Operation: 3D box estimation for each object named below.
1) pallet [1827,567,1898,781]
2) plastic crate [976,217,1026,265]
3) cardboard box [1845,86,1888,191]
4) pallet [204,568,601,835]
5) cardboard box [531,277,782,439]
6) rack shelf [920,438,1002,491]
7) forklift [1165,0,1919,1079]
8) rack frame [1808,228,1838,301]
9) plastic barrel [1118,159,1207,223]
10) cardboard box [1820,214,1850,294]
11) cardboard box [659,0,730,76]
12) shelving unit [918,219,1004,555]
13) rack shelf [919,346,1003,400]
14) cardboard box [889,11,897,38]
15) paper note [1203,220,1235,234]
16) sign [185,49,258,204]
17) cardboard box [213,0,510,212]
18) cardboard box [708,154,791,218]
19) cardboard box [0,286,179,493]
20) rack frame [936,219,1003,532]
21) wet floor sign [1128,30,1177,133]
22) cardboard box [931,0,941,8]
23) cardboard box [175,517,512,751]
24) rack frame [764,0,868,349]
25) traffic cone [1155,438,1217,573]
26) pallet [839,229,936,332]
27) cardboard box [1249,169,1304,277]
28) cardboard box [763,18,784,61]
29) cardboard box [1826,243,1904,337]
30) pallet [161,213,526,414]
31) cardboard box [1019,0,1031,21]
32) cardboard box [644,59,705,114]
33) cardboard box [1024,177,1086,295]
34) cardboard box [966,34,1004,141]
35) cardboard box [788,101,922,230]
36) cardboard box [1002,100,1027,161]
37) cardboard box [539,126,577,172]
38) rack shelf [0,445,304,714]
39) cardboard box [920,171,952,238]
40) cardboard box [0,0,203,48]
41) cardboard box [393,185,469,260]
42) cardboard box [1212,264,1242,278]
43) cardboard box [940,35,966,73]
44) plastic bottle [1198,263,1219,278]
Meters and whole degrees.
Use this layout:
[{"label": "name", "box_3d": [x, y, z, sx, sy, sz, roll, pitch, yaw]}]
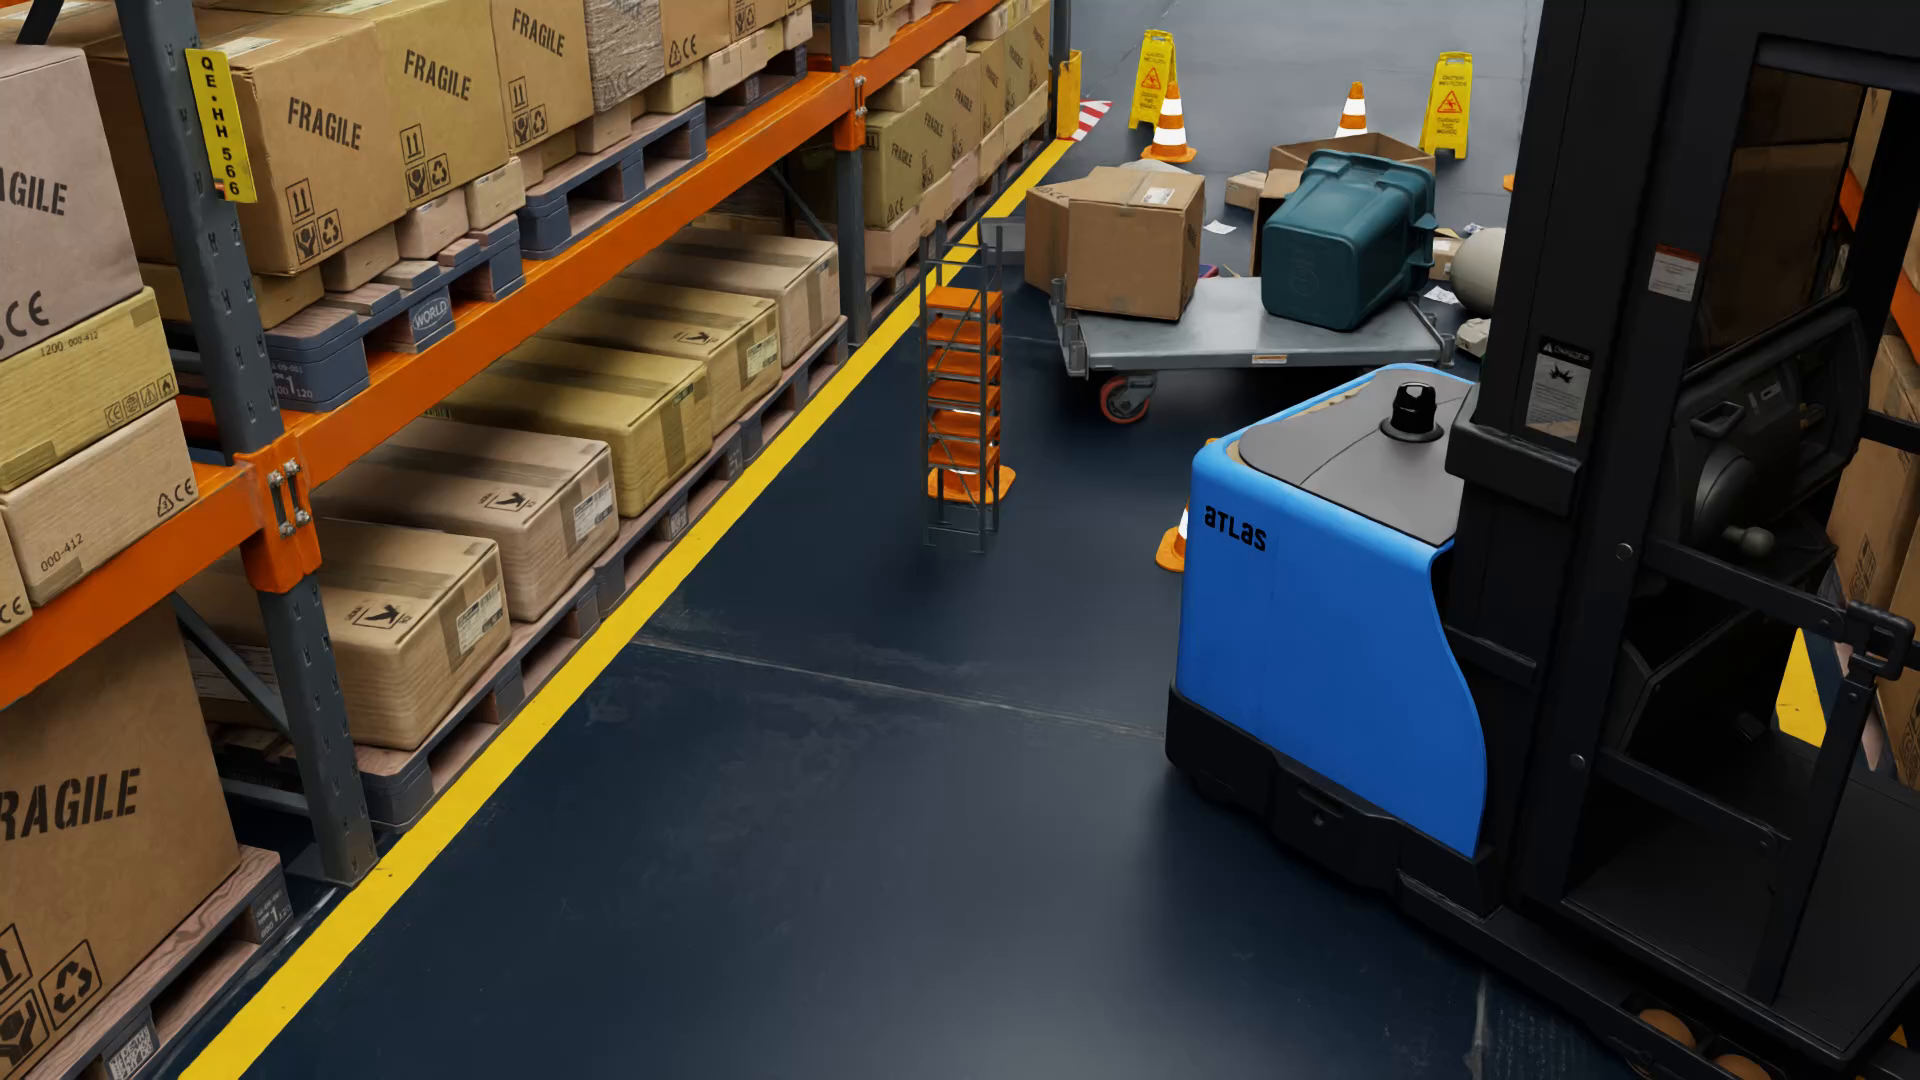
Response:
[{"label": "pallet", "box_3d": [3.313, 0.502, 5.131, 1.003, 0.211, 1.213, 8, 30, 15]}, {"label": "plastic crate", "box_3d": [0.306, -1.651, 9.136, 0.402, 0.080, 0.583, -1, 29, -3]}, {"label": "cardboard box", "box_3d": [3.412, -1.493, 5.745, 0.500, 0.500, 0.500, 9, 30, 15]}, {"label": "pallet", "box_3d": [-1.882, 0.400, 5.313, 1.003, 0.211, 1.213, 8, 30, 15]}, {"label": "cardboard box", "box_3d": [-1.298, -0.771, 6.821, 0.950, 0.372, 0.625, 10, 31, 18]}, {"label": "rack shelf", "box_3d": [0.004, -0.282, 6.109, 0.258, 0.103, 0.180, 8, 30, 15]}, {"label": "forklift", "box_3d": [1.967, -0.209, 3.610, 1.130, 2.935, 3.031, -23, 37, -36]}, {"label": "rack frame", "box_3d": [3.823, -1.655, 6.139, 1.000, 3.000, 0.127, 8, 30, 15]}, {"label": "plastic barrel", "box_3d": [1.077, -1.871, 9.179, 0.421, 0.421, 0.512, -17, 34, -28]}, {"label": "cardboard box", "box_3d": [4.075, -1.192, 7.061, 0.875, 0.875, 0.875, 9, 30, 16]}, {"label": "cardboard box", "box_3d": [-1.156, -1.954, 5.837, 0.500, 0.500, 0.500, 10, 30, 17]}, {"label": "shelving unit", "box_3d": [0.004, -0.531, 5.970, 0.258, 1.200, 0.189, 8, 30, 15]}, {"label": "rack shelf", "box_3d": [0.004, -0.597, 5.934, 0.258, 0.103, 0.180, 8, 30, 15]}, {"label": "cardboard box", "box_3d": [-0.515, -2.430, 7.791, 0.380, 0.149, 0.250, 9, 30, 16]}, {"label": "paper note", "box_3d": [1.468, -1.774, 9.419, 0.148, 0.019, 0.142, 20, 35, 32]}, {"label": "sign", "box_3d": [-1.581, -0.884, 3.562, 0.100, 0.325, 0.005, 8, 30, 15]}, {"label": "cardboard box", "box_3d": [-1.613, -1.232, 4.538, 0.500, 0.500, 0.500, 10, 31, 17]}, {"label": "cardboard box", "box_3d": [-1.021, -1.937, 8.272, 0.500, 0.500, 0.500, 8, 30, 14]}, {"label": "cardboard box", "box_3d": [-2.012, -0.347, 3.428, 0.500, 0.250, 0.500, 8, 30, 15]}, {"label": "rack frame", "box_3d": [0.031, -0.574, 6.047, 0.240, 1.200, 0.006, 8, 30, 15]}, {"label": "wet floor sign", "box_3d": [1.314, -3.080, 11.123, 0.267, 0.644, 0.232, 20, 35, 32]}, {"label": "cardboard box", "box_3d": [-0.312, -2.796, 8.449, 0.380, 0.149, 0.250, 8, 30, 15]}, {"label": "cardboard box", "box_3d": [-1.937, 0.248, 4.989, 0.950, 0.372, 0.625, 6, 30, 11]}, {"label": "rack frame", "box_3d": [-0.938, -2.314, 7.325, 1.000, 3.000, 0.127, 8, 30, 15]}, {"label": "traffic cone", "box_3d": [0.907, -0.152, 6.047, 0.336, 0.463, 0.334, 8, 30, 15]}, {"label": "pallet", "box_3d": [-0.775, -1.413, 8.573, 1.003, 0.211, 1.213, 8, 30, 15]}, {"label": "cardboard box", "box_3d": [1.874, -1.528, 8.340, 0.797, 0.637, 0.503, 8, 30, 15]}, {"label": "cardboard box", "box_3d": [-0.920, -1.989, 6.567, 0.380, 0.149, 0.250, 8, 30, 13]}, {"label": "cardboard box", "box_3d": [3.727, -0.554, 6.042, 1.050, 0.750, 0.750, 8, 30, 15]}, {"label": "pallet", "box_3d": [-2.005, -0.718, 4.652, 1.213, 0.211, 1.003, 8, 30, 15]}, {"label": "cardboard box", "box_3d": [0.206, -3.177, 9.832, 0.380, 0.149, 0.250, 9, 30, 16]}, {"label": "cardboard box", "box_3d": [-1.139, -1.637, 5.934, 0.380, 0.149, 0.250, 8, 30, 15]}, {"label": "cardboard box", "box_3d": [0.677, -1.527, 8.478, 0.500, 0.500, 0.500, -17, 34, -28]}, {"label": "cardboard box", "box_3d": [-0.055, -2.597, 9.457, 0.500, 0.500, 0.500, 8, 30, 14]}, {"label": "cardboard box", "box_3d": [-0.507, -1.860, 8.132, 0.500, 0.500, 0.500, 10, 31, 17]}, {"label": "cardboard box", "box_3d": [0.096, -2.501, 10.057, 0.500, 0.250, 0.500, 9, 30, 15]}, {"label": "cardboard box", "box_3d": [-1.458, -1.286, 5.302, 0.380, 0.149, 0.250, 10, 31, 17]}, {"label": "rack shelf", "box_3d": [-2.700, 0.788, 2.487, 1.077, 0.370, 4.000, 8, 30, 15]}, {"label": "cardboard box", "box_3d": [-0.361, -1.782, 8.763, 0.500, 0.250, 0.500, 10, 31, 18]}, {"label": "cardboard box", "box_3d": [-2.245, -1.063, 4.235, 0.500, 0.500, 0.500, 8, 30, 13]}, {"label": "cardboard box", "box_3d": [-1.600, -0.901, 4.610, 0.380, 0.149, 0.250, 7, 30, 12]}, {"label": "cardboard box", "box_3d": [1.352, -1.192, 8.119, 0.258, 0.266, 0.396, -12, 31, -20]}, {"label": "cardboard box", "box_3d": [-0.188, -2.557, 8.719, 0.380, 0.149, 0.250, 10, 31, 18]}, {"label": "plastic bottle", "box_3d": [1.233, -1.362, 8.636, 0.133, 0.061, 0.283, 14, 32, 23]}]
